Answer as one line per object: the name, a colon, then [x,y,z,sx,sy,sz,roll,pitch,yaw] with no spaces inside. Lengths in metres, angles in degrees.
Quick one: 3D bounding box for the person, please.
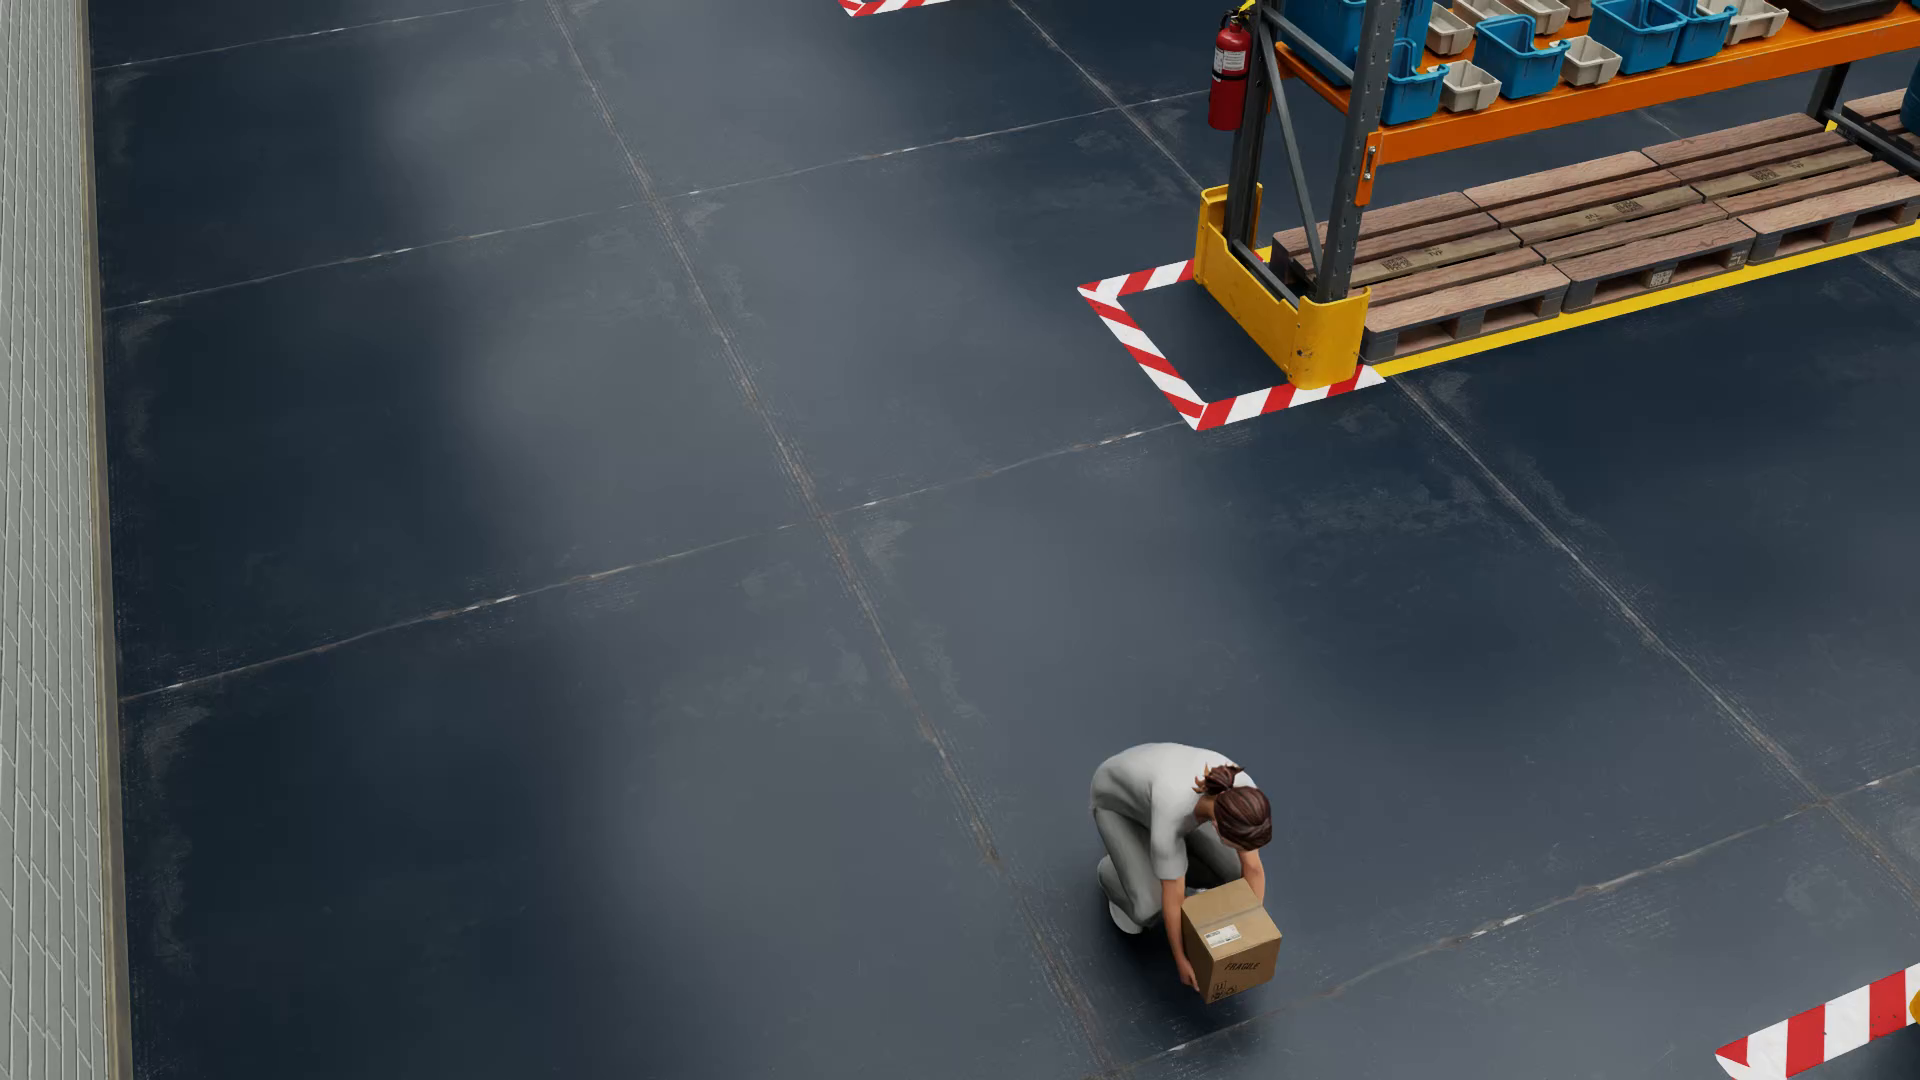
person: [0.751,1.056,5.627,0.464,0.825,0.817,-16,44,-17]
